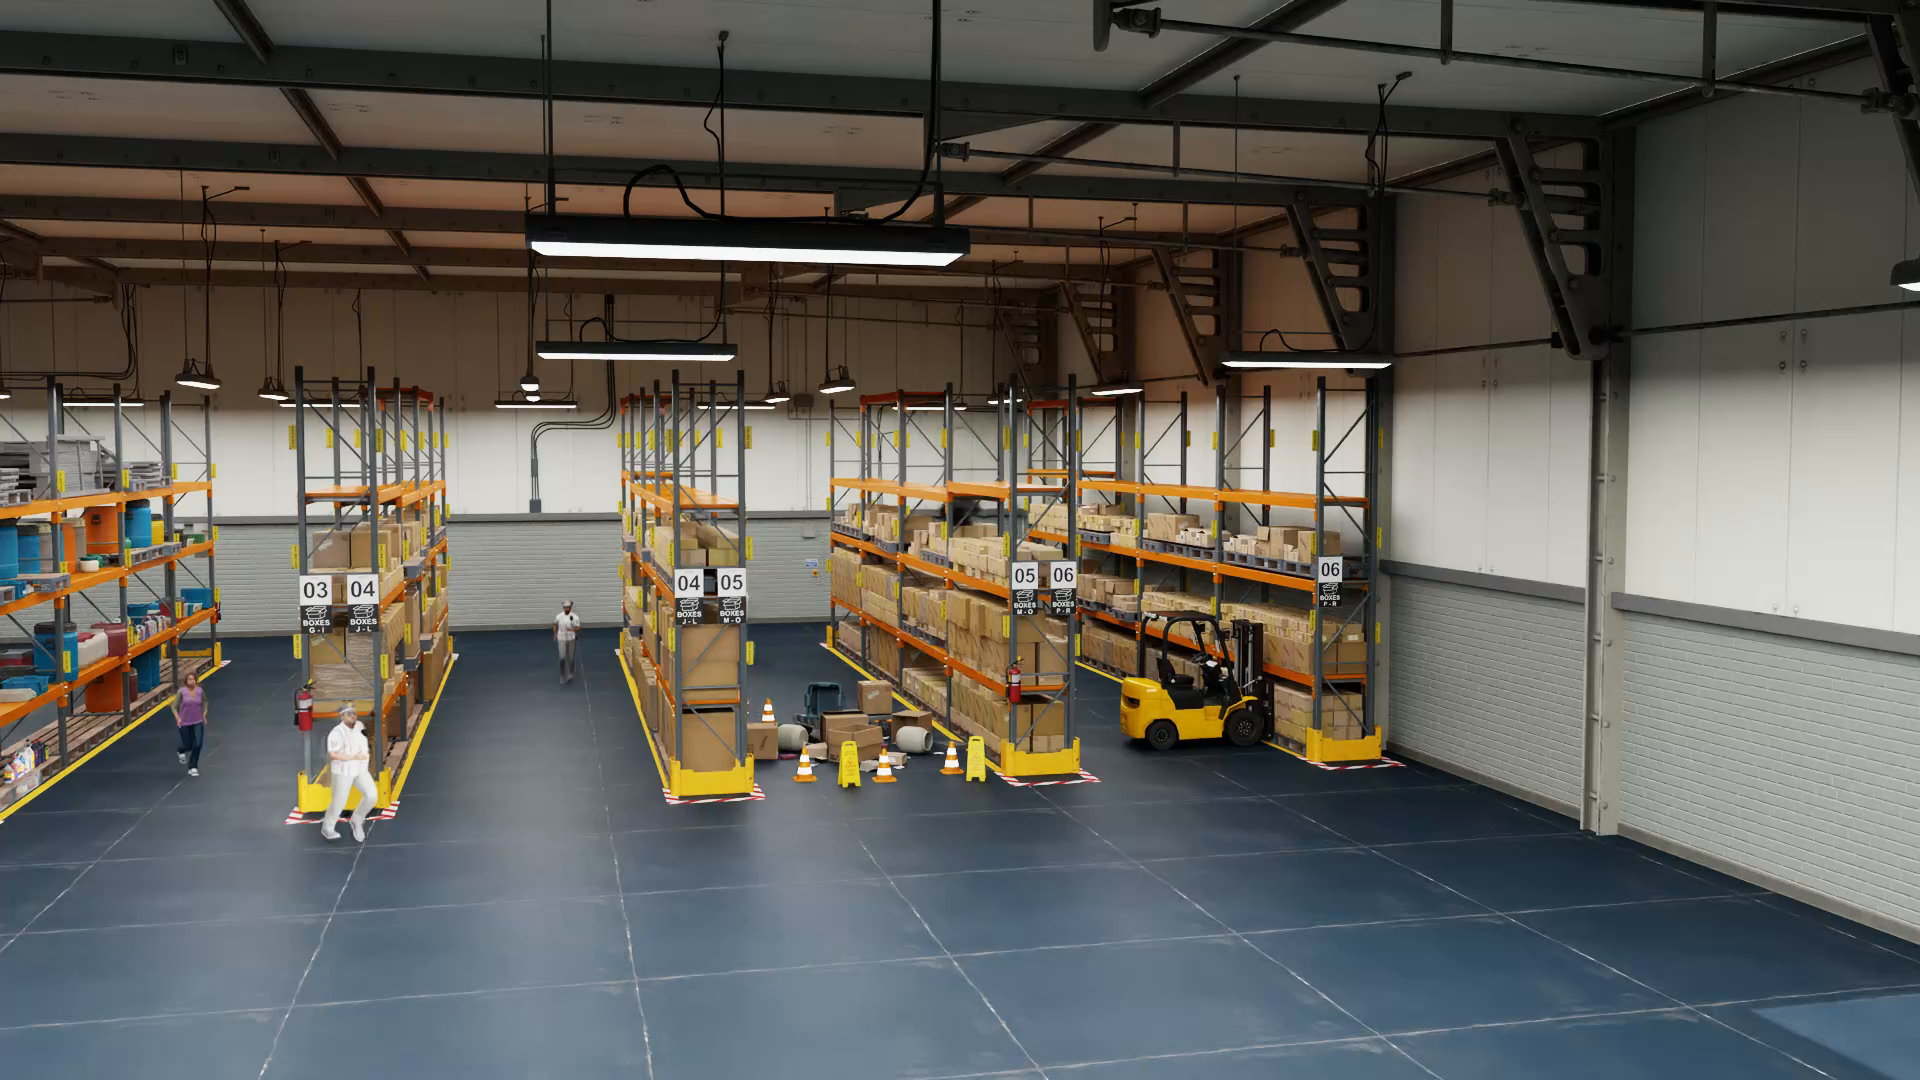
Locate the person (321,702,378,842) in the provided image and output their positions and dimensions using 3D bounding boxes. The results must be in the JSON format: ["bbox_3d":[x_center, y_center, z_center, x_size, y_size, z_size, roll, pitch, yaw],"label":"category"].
[{"bbox_3d":[-7.576,2.884,20.702,0.872,1.771,0.677,2,4,36],"label":"person"}]

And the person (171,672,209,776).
[{"bbox_3d":[-11.563,2.745,24.972,0.522,1.554,0.598,-3,4,-38],"label":"person"}]

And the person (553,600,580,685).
[{"bbox_3d":[-8.127,2.110,34.379,0.545,1.753,0.748,-1,3,-13],"label":"person"}]
